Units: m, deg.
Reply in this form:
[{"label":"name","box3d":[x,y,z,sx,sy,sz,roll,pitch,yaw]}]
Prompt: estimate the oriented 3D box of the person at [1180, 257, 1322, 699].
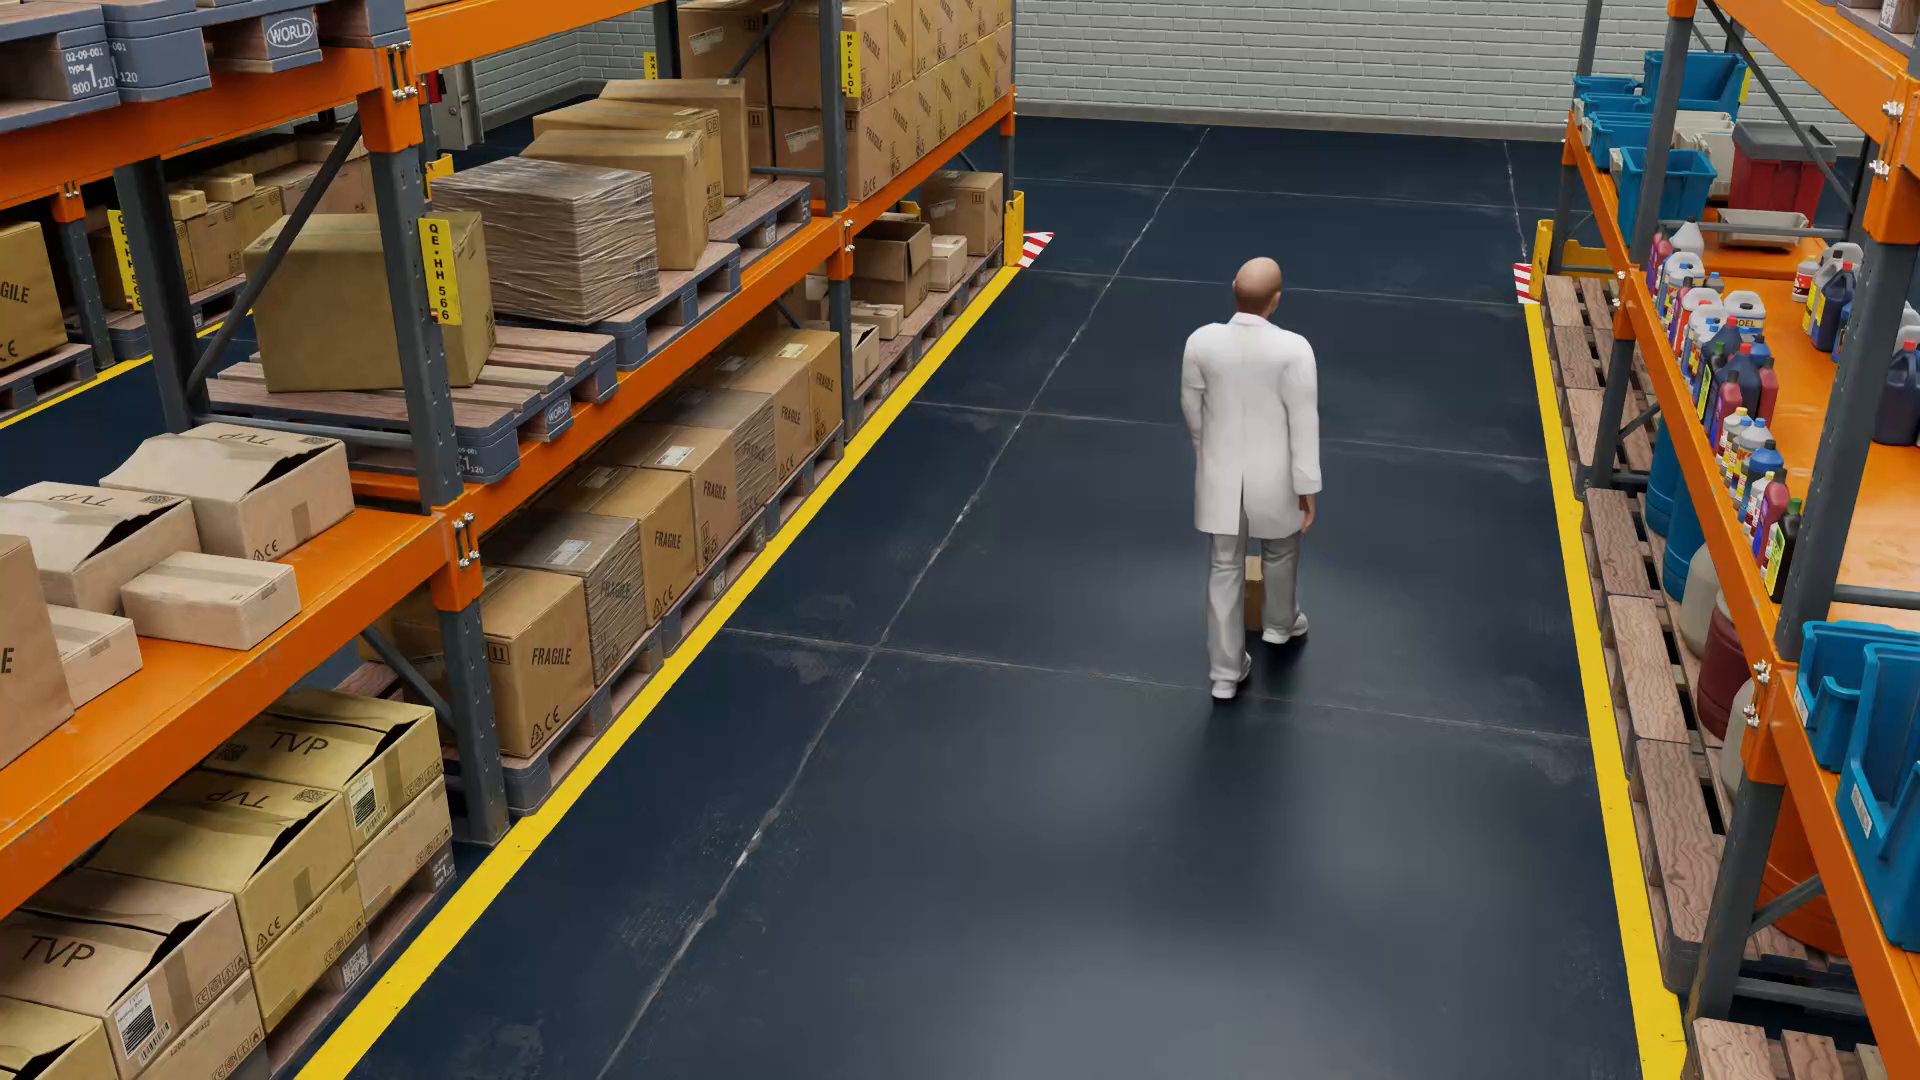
[{"label":"person","box3d":[1.193,-0.300,6.735,0.616,1.767,0.851,9,27,19]}]
